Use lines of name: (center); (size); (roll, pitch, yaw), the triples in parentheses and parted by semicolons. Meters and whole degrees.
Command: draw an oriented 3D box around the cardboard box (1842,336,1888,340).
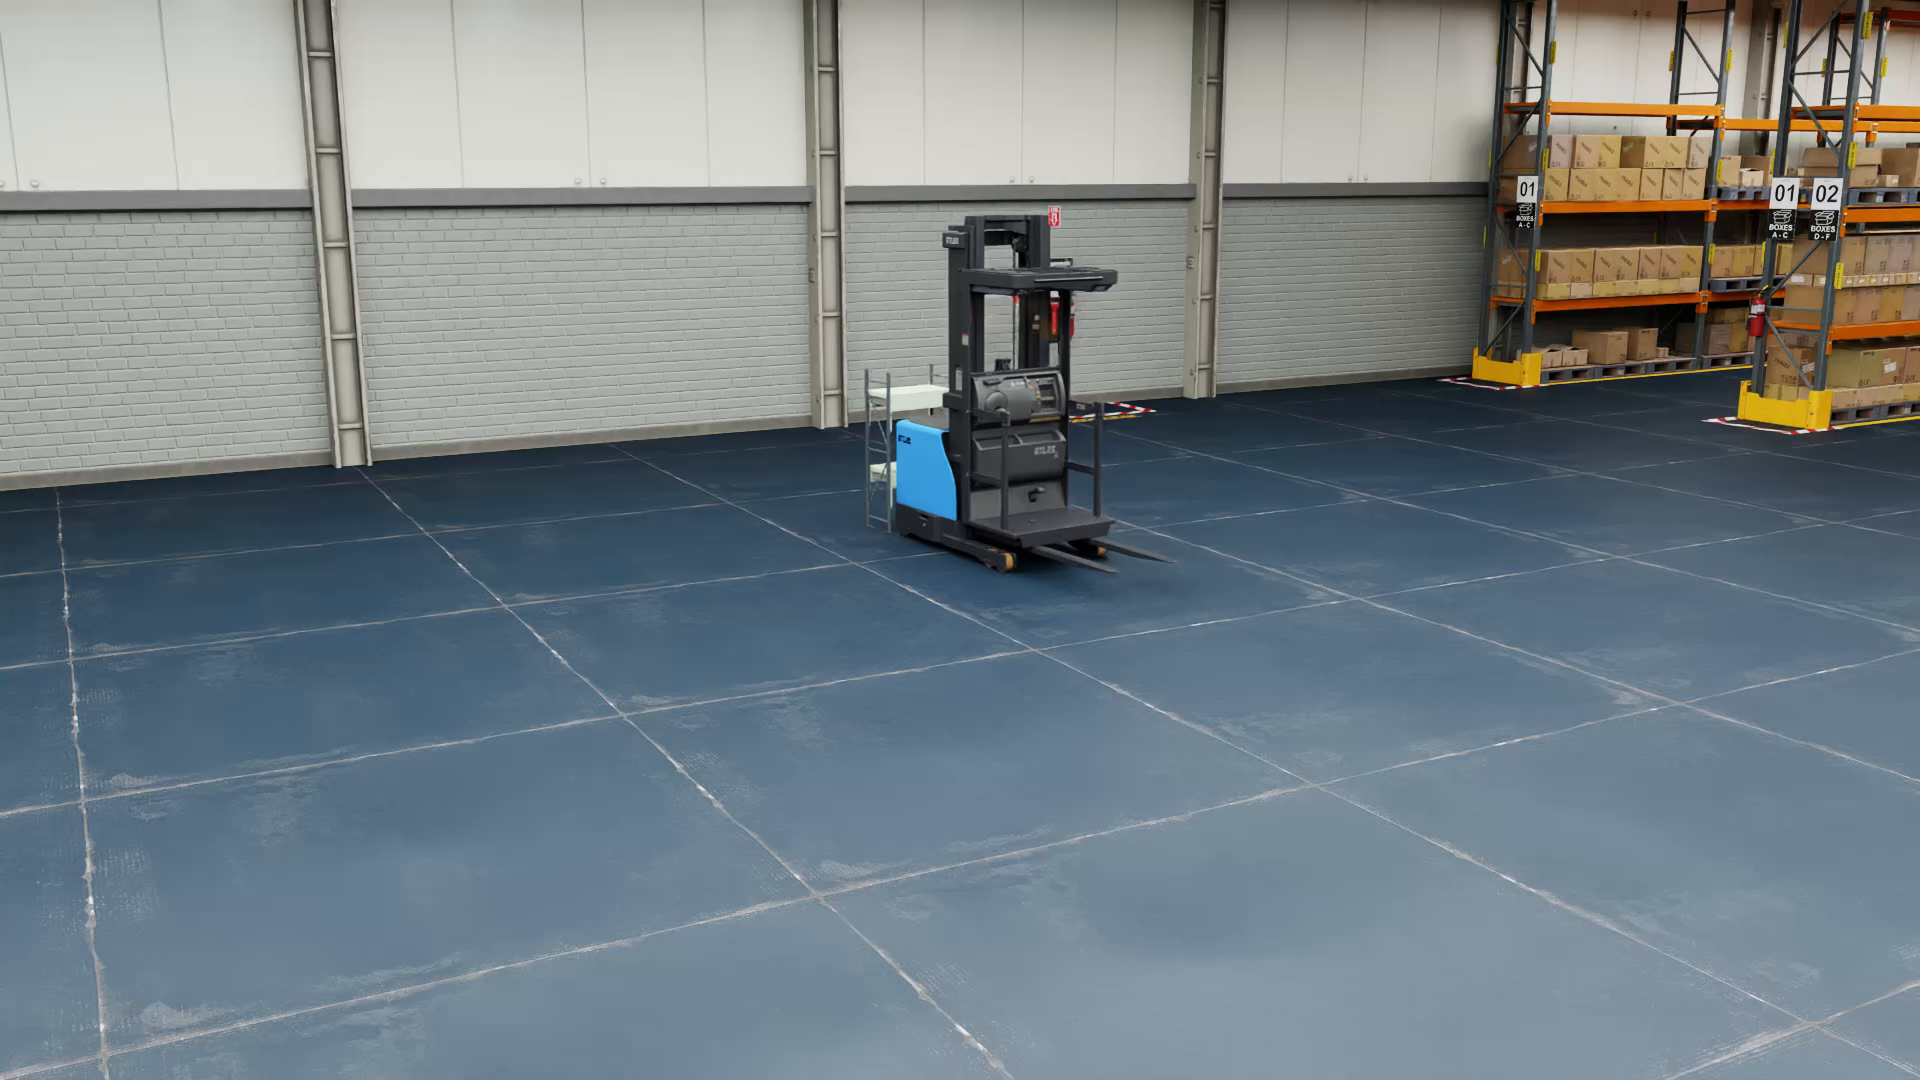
cardboard box: (16.348, -4.033, 30.279); (0.750, 0.750, 0.750); (-7, 14, -29)

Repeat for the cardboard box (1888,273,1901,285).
cardboard box: (12.348, -3.503, 22.279); (0.250, 0.149, 0.380); (-7, 15, -30)

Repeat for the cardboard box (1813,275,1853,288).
cardboard box: (11.442, -3.394, 21.795); (0.250, 0.149, 0.380); (-7, 14, -28)

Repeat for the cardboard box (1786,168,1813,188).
cardboard box: (14.457, -6.230, 28.988); (0.637, 0.503, 0.797); (-5, 14, -20)

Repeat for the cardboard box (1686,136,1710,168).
cardboard box: (11.819, -6.309, 27.069); (0.500, 0.500, 0.500); (-8, 15, -33)

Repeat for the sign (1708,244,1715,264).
sign: (12.395, -4.723, 27.432); (0.005, 0.325, 0.100); (-7, 14, -28)

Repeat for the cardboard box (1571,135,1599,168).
cardboard box: (9.537, -6.030, 25.829); (0.500, 0.500, 0.500); (-7, 14, -29)

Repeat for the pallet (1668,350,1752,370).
pallet: (12.811, -3.126, 28.659); (1.213, 0.211, 1.003); (-7, 14, -28)

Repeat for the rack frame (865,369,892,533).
rack frame: (-0.765, -0.832, 15.529); (0.023, 1.500, 0.400); (-9, 15, -35)

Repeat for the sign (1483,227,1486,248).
sign: (8.369, -4.812, 26.441); (0.005, 0.325, 0.100); (-7, 14, -28)

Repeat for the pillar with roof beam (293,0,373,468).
pillar with roof beam: (-4.919, -4.427, 14.427); (0.400, 9.000, 9.100); (-7, 14, -28)

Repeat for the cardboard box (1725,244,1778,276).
cardboard box: (13.649, -4.847, 28.727); (0.500, 0.500, 0.700); (-5, 14, -20)

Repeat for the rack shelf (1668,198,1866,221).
rack shelf: (13.884, -5.727, 28.673); (4.000, 0.370, 1.077); (-7, 14, -28)

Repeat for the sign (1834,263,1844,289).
sign: (11.255, -3.383, 21.296); (0.005, 0.325, 0.100); (-7, 14, -28)

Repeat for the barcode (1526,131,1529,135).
barcode: (9.001, -6.447, 26.362); (0.075, 0.075, 0.001); (-7, 14, -28)

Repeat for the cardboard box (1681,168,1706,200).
cardboard box: (11.802, -5.825, 27.197); (0.500, 0.500, 0.500); (-6, 14, -26)

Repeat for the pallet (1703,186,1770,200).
pallet: (12.722, -5.820, 27.877); (1.003, 0.211, 1.213); (-7, 14, -28)

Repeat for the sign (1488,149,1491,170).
sign: (8.369, -5.988, 26.176); (0.005, 0.325, 0.100); (-7, 14, -28)

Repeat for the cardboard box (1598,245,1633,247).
cardboard box: (10.720, -4.592, 27.412); (0.500, 0.500, 0.500); (-6, 14, -26)

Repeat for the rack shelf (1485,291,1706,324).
rack shelf: (10.373, -3.843, 27.132); (4.000, 0.370, 1.077); (-7, 14, -28)

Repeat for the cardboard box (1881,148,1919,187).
cardboard box: (12.583, -4.937, 22.018); (0.500, 0.500, 0.500); (-7, 14, -28)

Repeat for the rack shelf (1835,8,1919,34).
rack shelf: (17.395, -9.233, 29.848); (4.000, 0.370, 1.077); (-7, 14, -28)

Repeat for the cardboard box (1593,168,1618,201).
cardboard box: (9.973, -5.597, 26.184); (0.500, 0.500, 0.500); (-6, 14, -25)

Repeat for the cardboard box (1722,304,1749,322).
cardboard box: (13.607, -3.948, 28.945); (0.500, 0.250, 0.500); (-7, 15, -29)

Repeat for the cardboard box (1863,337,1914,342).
cardboard box: (13.071, -2.586, 23.505); (0.500, 0.500, 0.500); (-7, 14, -28)

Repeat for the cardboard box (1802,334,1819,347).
cardboard box: (15.033, -3.734, 29.703); (0.500, 0.500, 0.700); (-7, 14, -27)

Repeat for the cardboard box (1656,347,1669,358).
cardboard box: (11.673, -3.175, 27.975); (0.250, 0.166, 0.380); (-9, 16, -35)

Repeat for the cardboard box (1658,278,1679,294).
cardboard box: (11.417, -4.182, 27.295); (0.500, 0.250, 0.500); (-7, 14, -28)

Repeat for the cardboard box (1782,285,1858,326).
cardboard box: (11.410, -3.125, 22.074); (0.500, 0.500, 0.700); (-7, 14, -28)

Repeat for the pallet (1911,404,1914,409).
pallet: (13.787, -2.014, 23.718); (1.213, 0.211, 1.003); (-7, 14, -28)

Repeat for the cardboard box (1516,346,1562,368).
cardboard box: (9.268, -2.942, 26.611); (0.500, 0.311, 0.500); (-9, 15, -34)

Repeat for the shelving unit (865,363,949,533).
shelving unit: (-0.467, -0.878, 15.737); (0.755, 1.500, 0.431); (-9, 15, -35)

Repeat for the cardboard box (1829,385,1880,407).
cardboard box: (12.009, -1.959, 22.431); (0.500, 0.250, 0.500); (-7, 14, -28)

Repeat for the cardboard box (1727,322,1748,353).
cardboard box: (13.196, -3.544, 28.857); (0.500, 0.500, 0.700); (-7, 15, -29)

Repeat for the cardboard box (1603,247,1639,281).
cardboard box: (10.523, -4.438, 26.726); (0.500, 0.500, 0.500); (-6, 14, -26)

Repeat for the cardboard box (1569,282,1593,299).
cardboard box: (9.647, -3.968, 26.344); (0.500, 0.250, 0.500); (-7, 15, -30)

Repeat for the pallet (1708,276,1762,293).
pallet: (12.869, -4.363, 28.242); (1.213, 0.211, 1.003); (-7, 14, -28)

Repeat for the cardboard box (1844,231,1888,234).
cardboard box: (16.187, -5.396, 29.735); (0.500, 0.250, 0.500); (-6, 14, -27)

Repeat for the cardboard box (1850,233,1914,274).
cardboard box: (12.358, -3.873, 22.443); (0.500, 0.500, 0.700); (-7, 14, -28)

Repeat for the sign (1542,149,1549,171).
sign: (8.878, -5.769, 25.228); (0.005, 0.325, 0.100); (-7, 14, -28)

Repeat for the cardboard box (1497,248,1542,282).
cardboard box: (8.930, -4.376, 26.452); (0.500, 0.500, 0.500); (-7, 14, -28)

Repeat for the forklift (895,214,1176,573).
forklift: (0.636, -1.276, 14.245); (1.130, 2.935, 3.031); (-8, 15, -33)

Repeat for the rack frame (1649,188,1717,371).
rack frame: (12.129, -4.404, 27.988); (0.127, 3.000, 1.000); (-7, 14, -28)

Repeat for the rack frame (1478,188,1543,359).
rack frame: (8.618, -3.983, 26.118); (0.127, 3.000, 1.000); (-7, 14, -28)

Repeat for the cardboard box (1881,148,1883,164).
cardboard box: (13.000, -5.088, 22.684); (0.637, 0.503, 0.797); (-5, 14, -22)

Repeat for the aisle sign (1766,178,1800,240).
aisle sign: (10.796, -4.347, 21.813); (0.004, 0.787, 0.394); (-7, 14, -28)

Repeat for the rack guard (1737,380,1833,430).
rack guard: (10.973, -1.807, 22.141); (0.348, 0.500, 1.175); (-7, 14, -28)

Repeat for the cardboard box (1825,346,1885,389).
cardboard box: (12.010, -2.325, 22.347); (0.500, 0.500, 0.500); (-7, 14, -28)
